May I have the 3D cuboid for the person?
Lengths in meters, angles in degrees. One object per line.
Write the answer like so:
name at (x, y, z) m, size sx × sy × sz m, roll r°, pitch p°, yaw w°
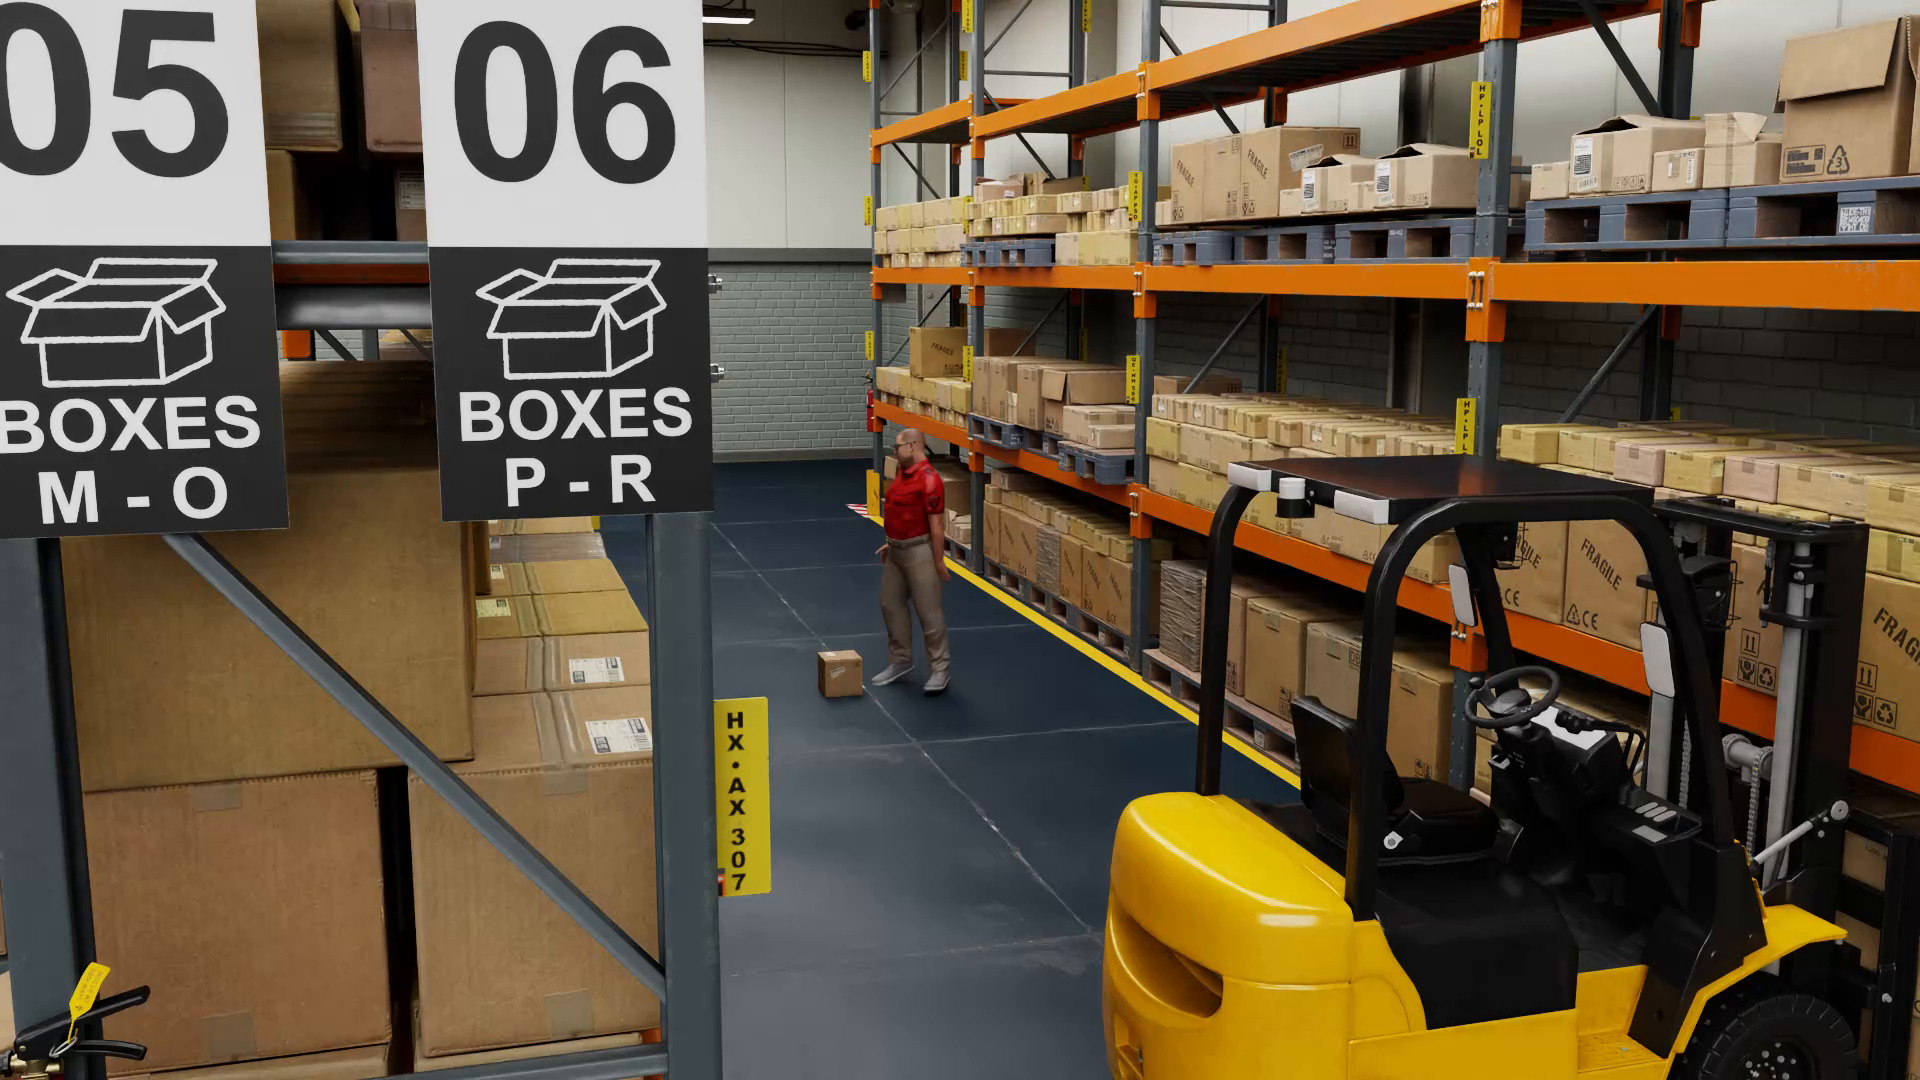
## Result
person at (-0.333, 0.126, 11.109) m, size 0.435 × 1.766 × 0.689 m, roll -5°, pitch 11°, yaw -30°
